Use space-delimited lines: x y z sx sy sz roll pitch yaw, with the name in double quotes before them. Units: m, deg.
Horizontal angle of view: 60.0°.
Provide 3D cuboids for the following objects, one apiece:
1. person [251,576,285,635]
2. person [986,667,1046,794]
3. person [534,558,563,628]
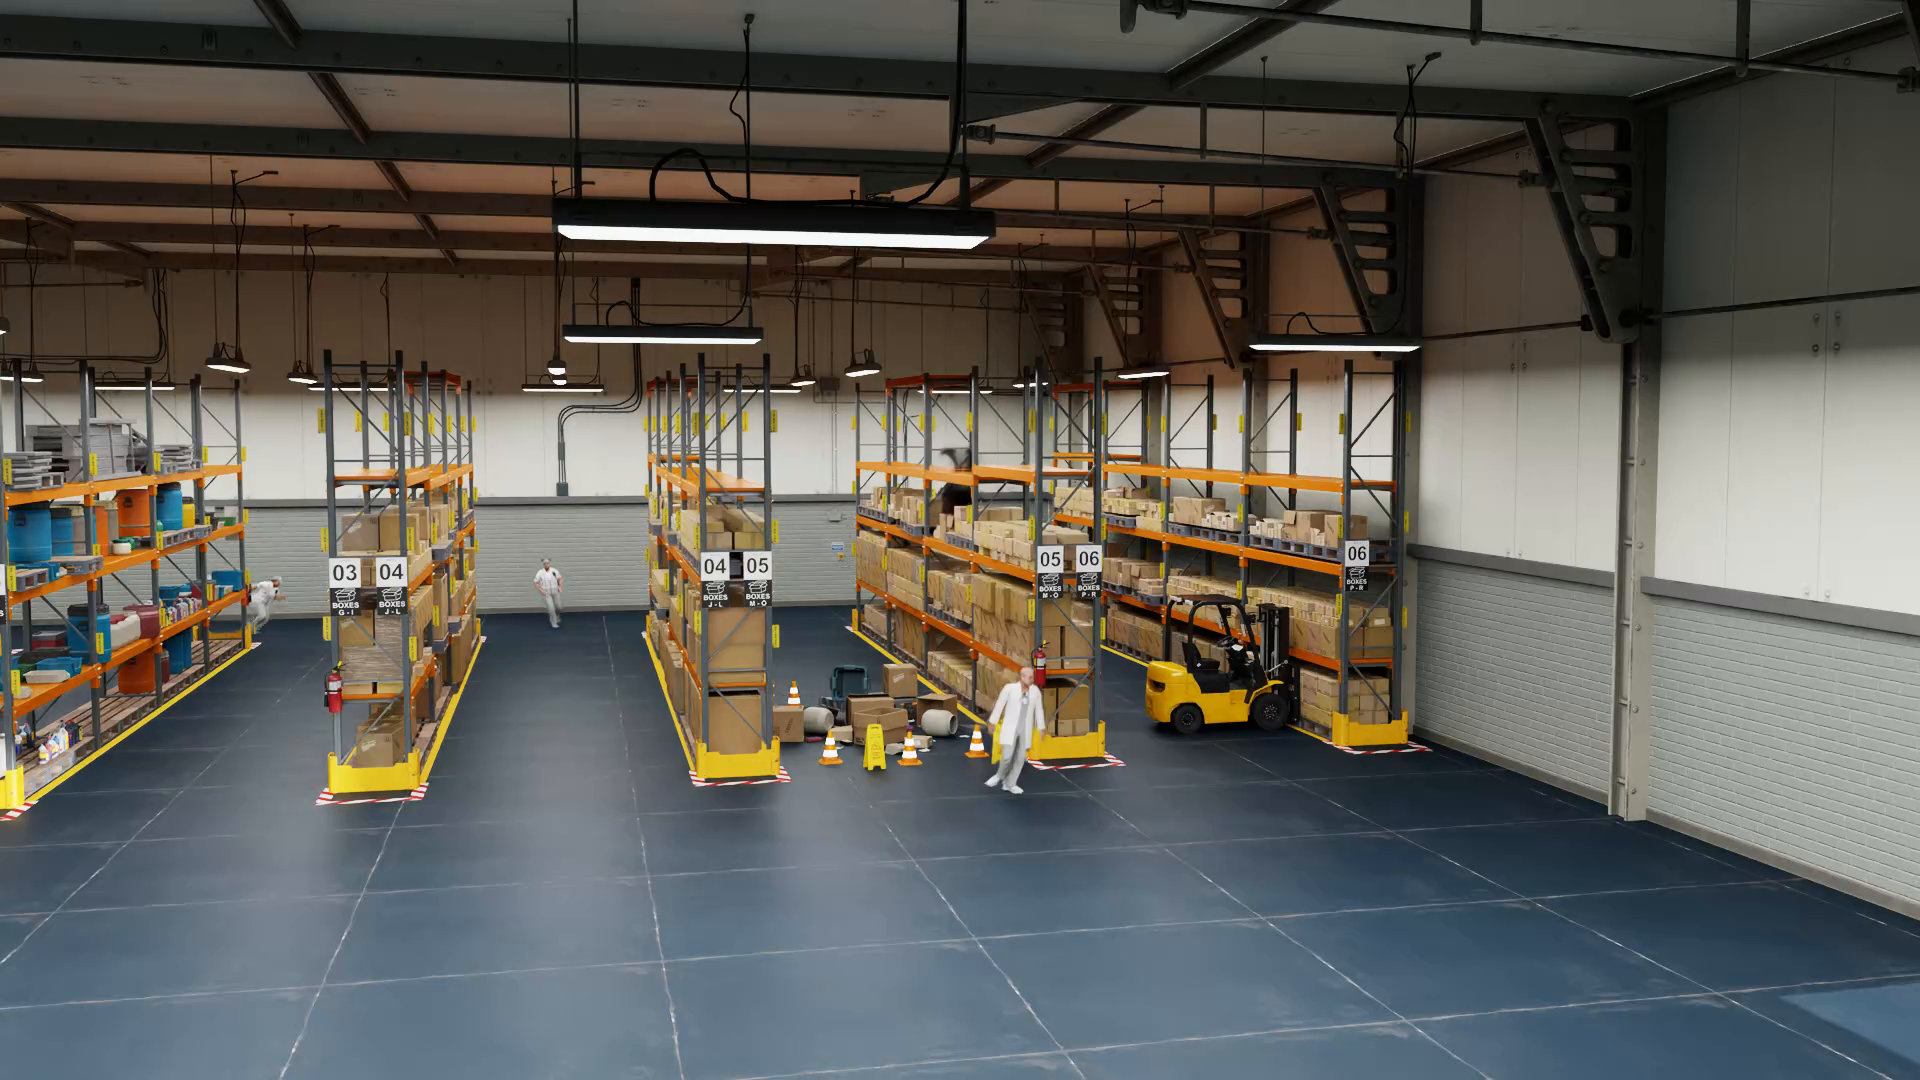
"person" -16.505 1.546 39.538 0.912 1.404 0.651 1 4 18
"person" 0.757 2.569 22.551 0.744 1.745 0.569 -1 4 -19
"person" -10.151 1.290 41.026 0.712 1.727 0.568 -2 4 -23
